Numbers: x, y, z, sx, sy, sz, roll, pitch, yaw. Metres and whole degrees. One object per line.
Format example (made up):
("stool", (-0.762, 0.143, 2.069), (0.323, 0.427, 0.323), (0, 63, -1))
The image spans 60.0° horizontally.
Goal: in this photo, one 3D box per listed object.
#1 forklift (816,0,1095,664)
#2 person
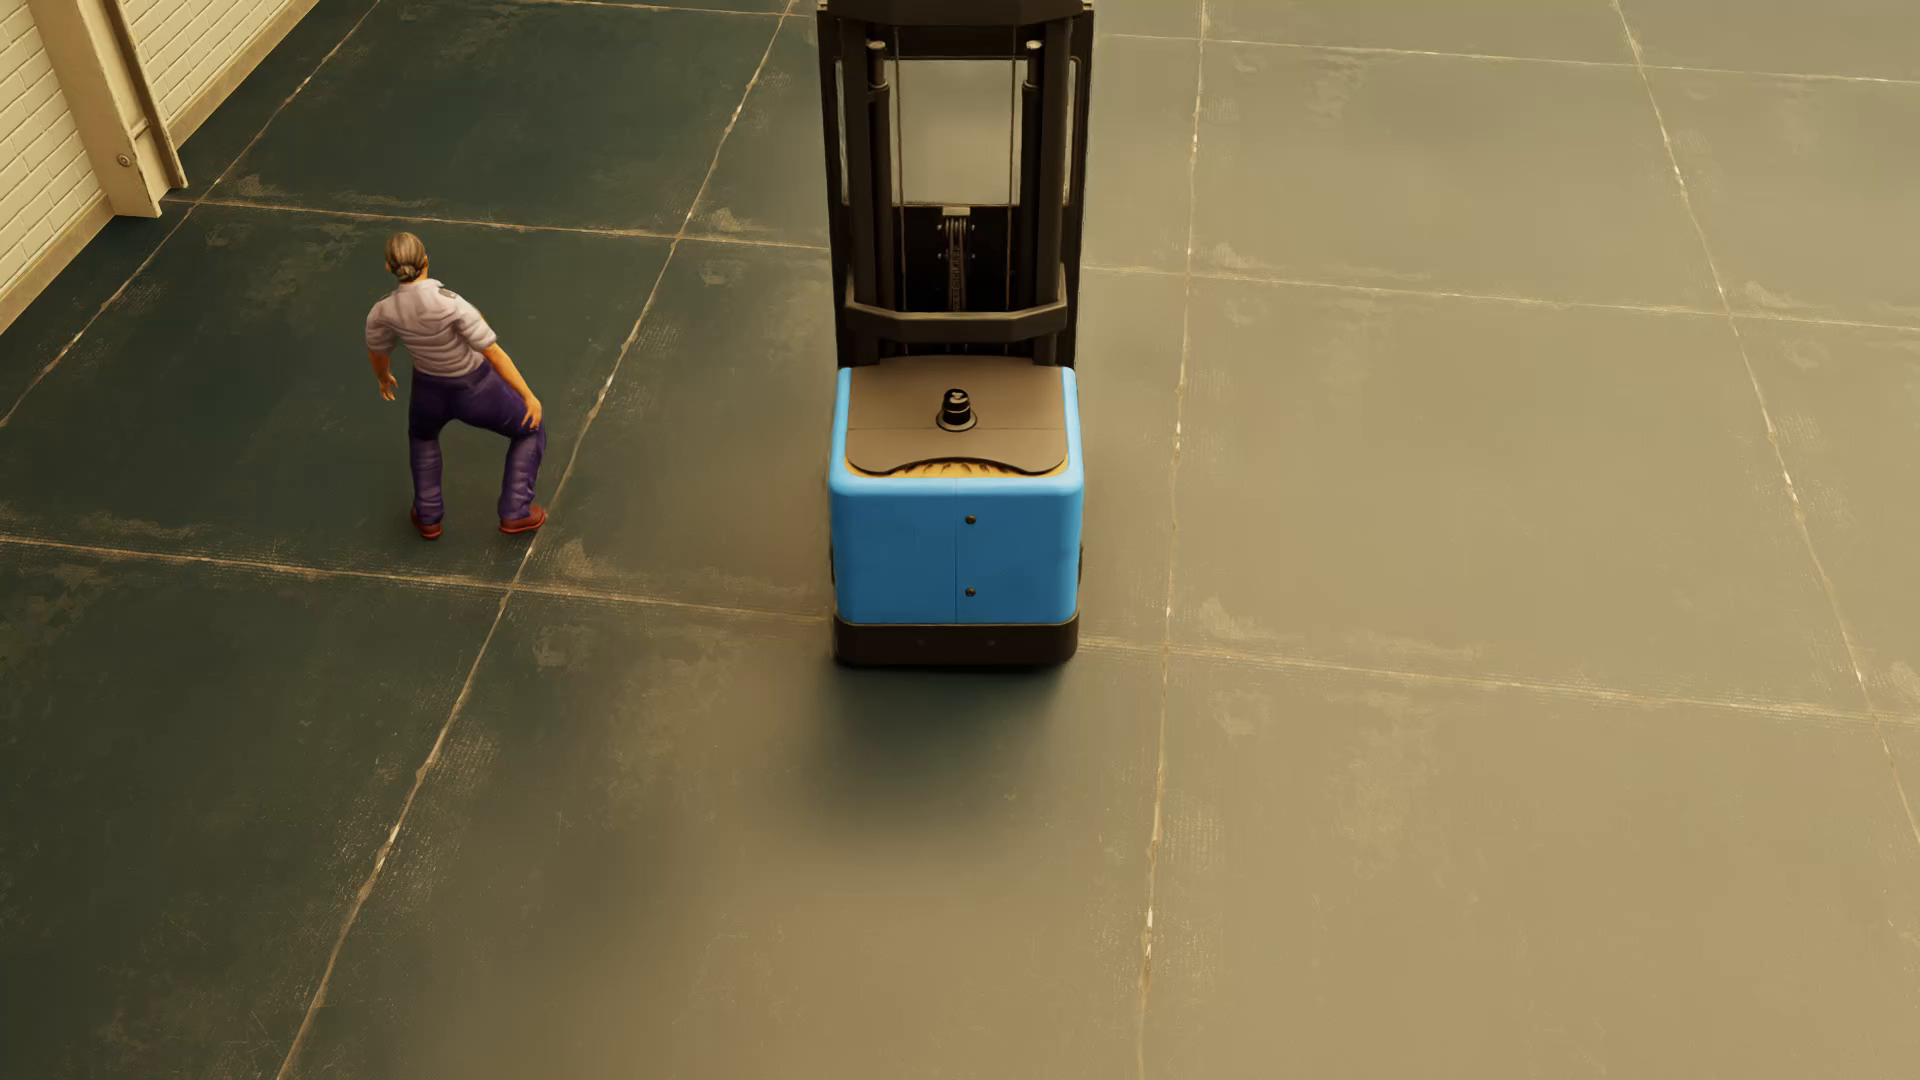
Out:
("forklift", (-0.019, -1.513, 7.371), (1.130, 2.935, 3.031), (0, 43, 0))
("person", (-2.260, -0.680, 7.486), (0.830, 1.570, 0.484), (7, 43, 8))
